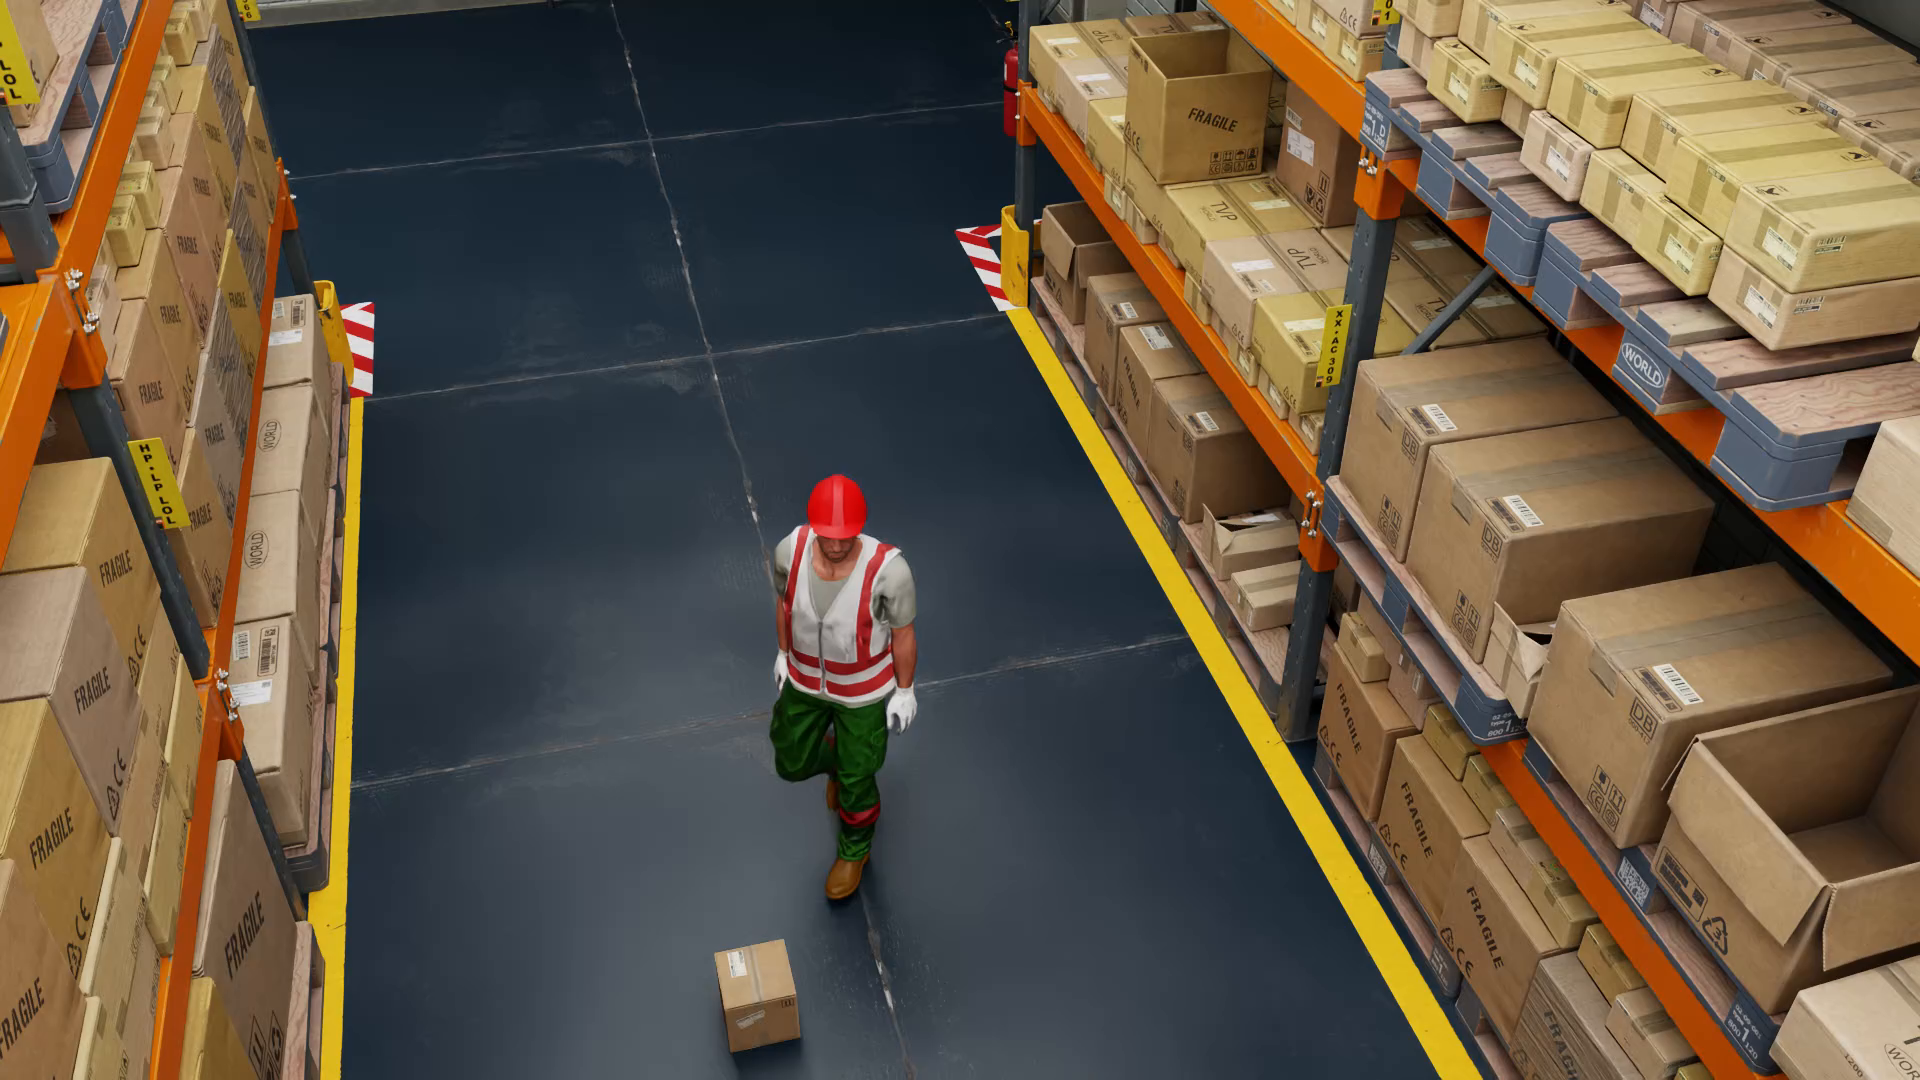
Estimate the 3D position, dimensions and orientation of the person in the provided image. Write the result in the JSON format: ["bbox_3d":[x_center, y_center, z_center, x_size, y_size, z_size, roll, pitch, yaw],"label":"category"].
[{"bbox_3d":[-0.428,0.503,6.031,0.576,1.785,0.605,13,40,16],"label":"person"}]
